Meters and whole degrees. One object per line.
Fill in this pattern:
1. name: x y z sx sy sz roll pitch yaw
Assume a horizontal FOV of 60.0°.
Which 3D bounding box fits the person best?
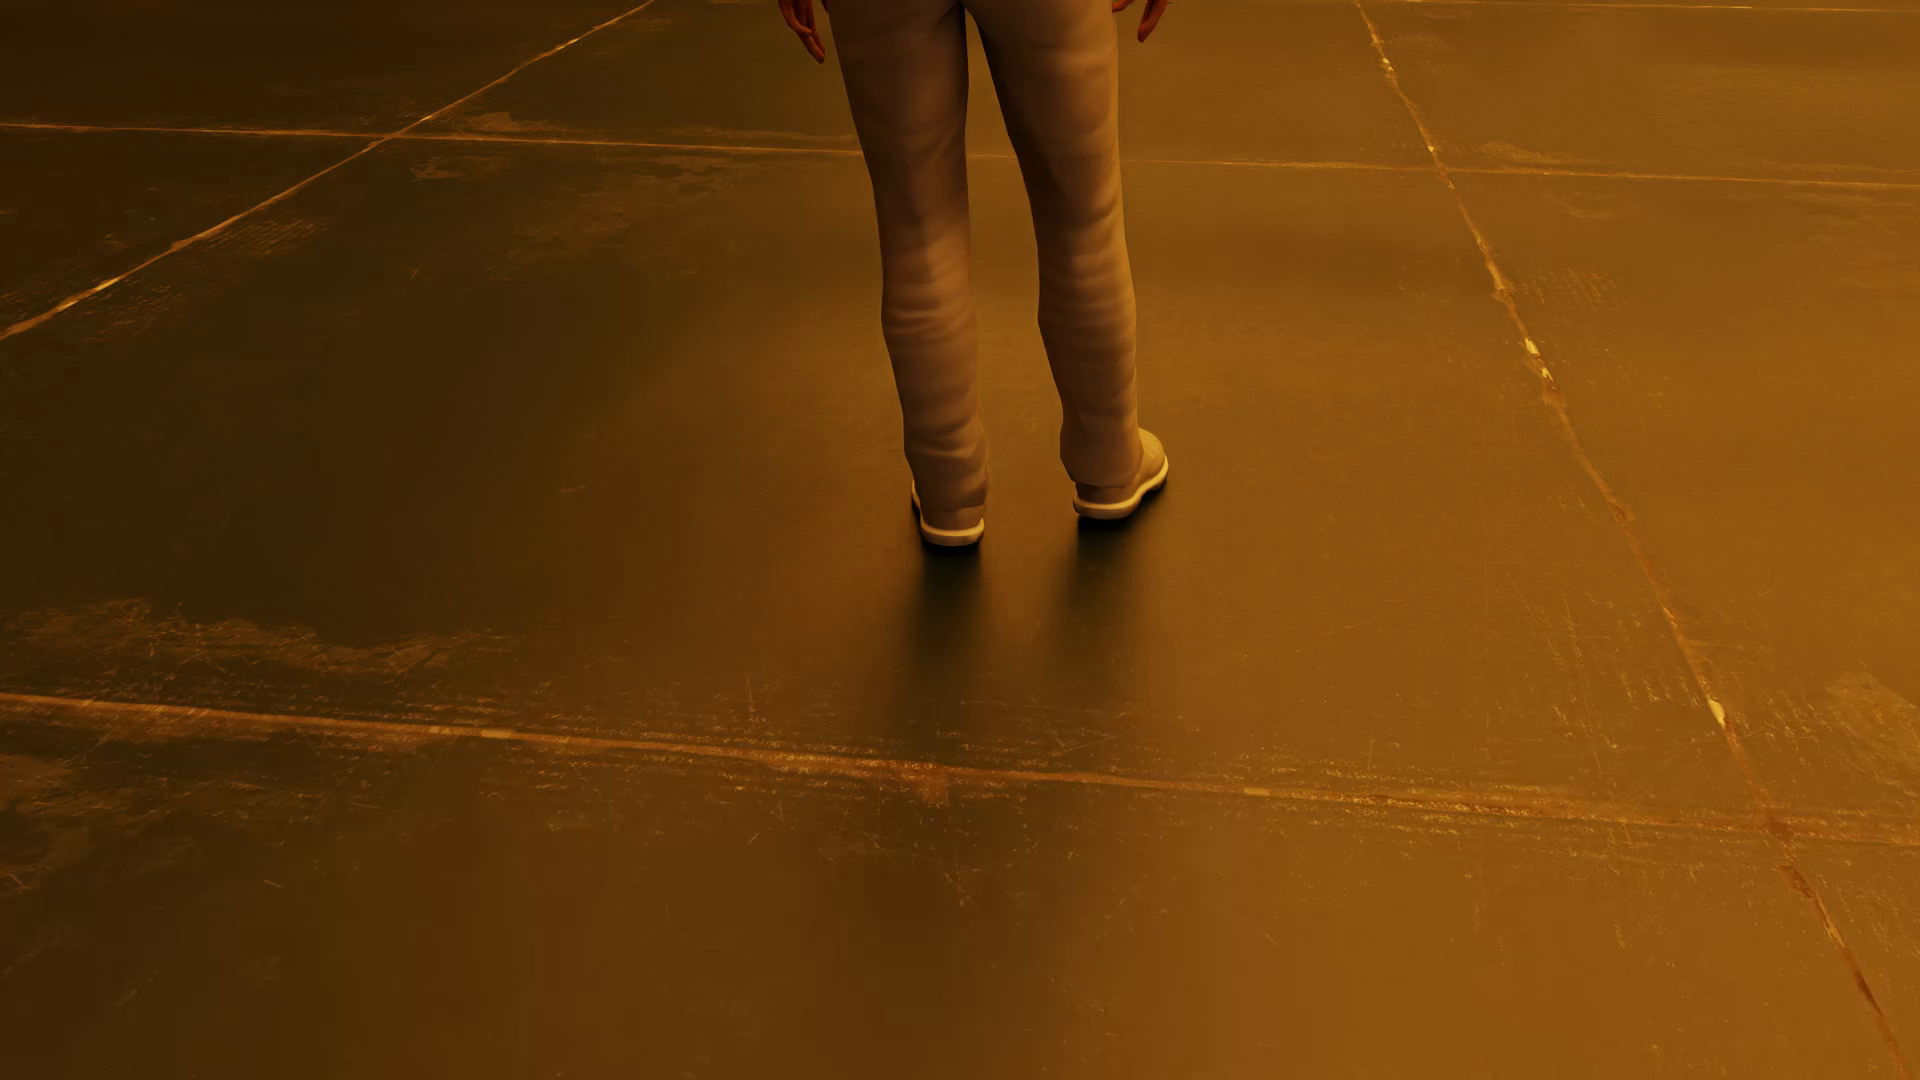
1. person: 0.030 -0.797 2.183 0.569 1.695 0.528 3 27 7
